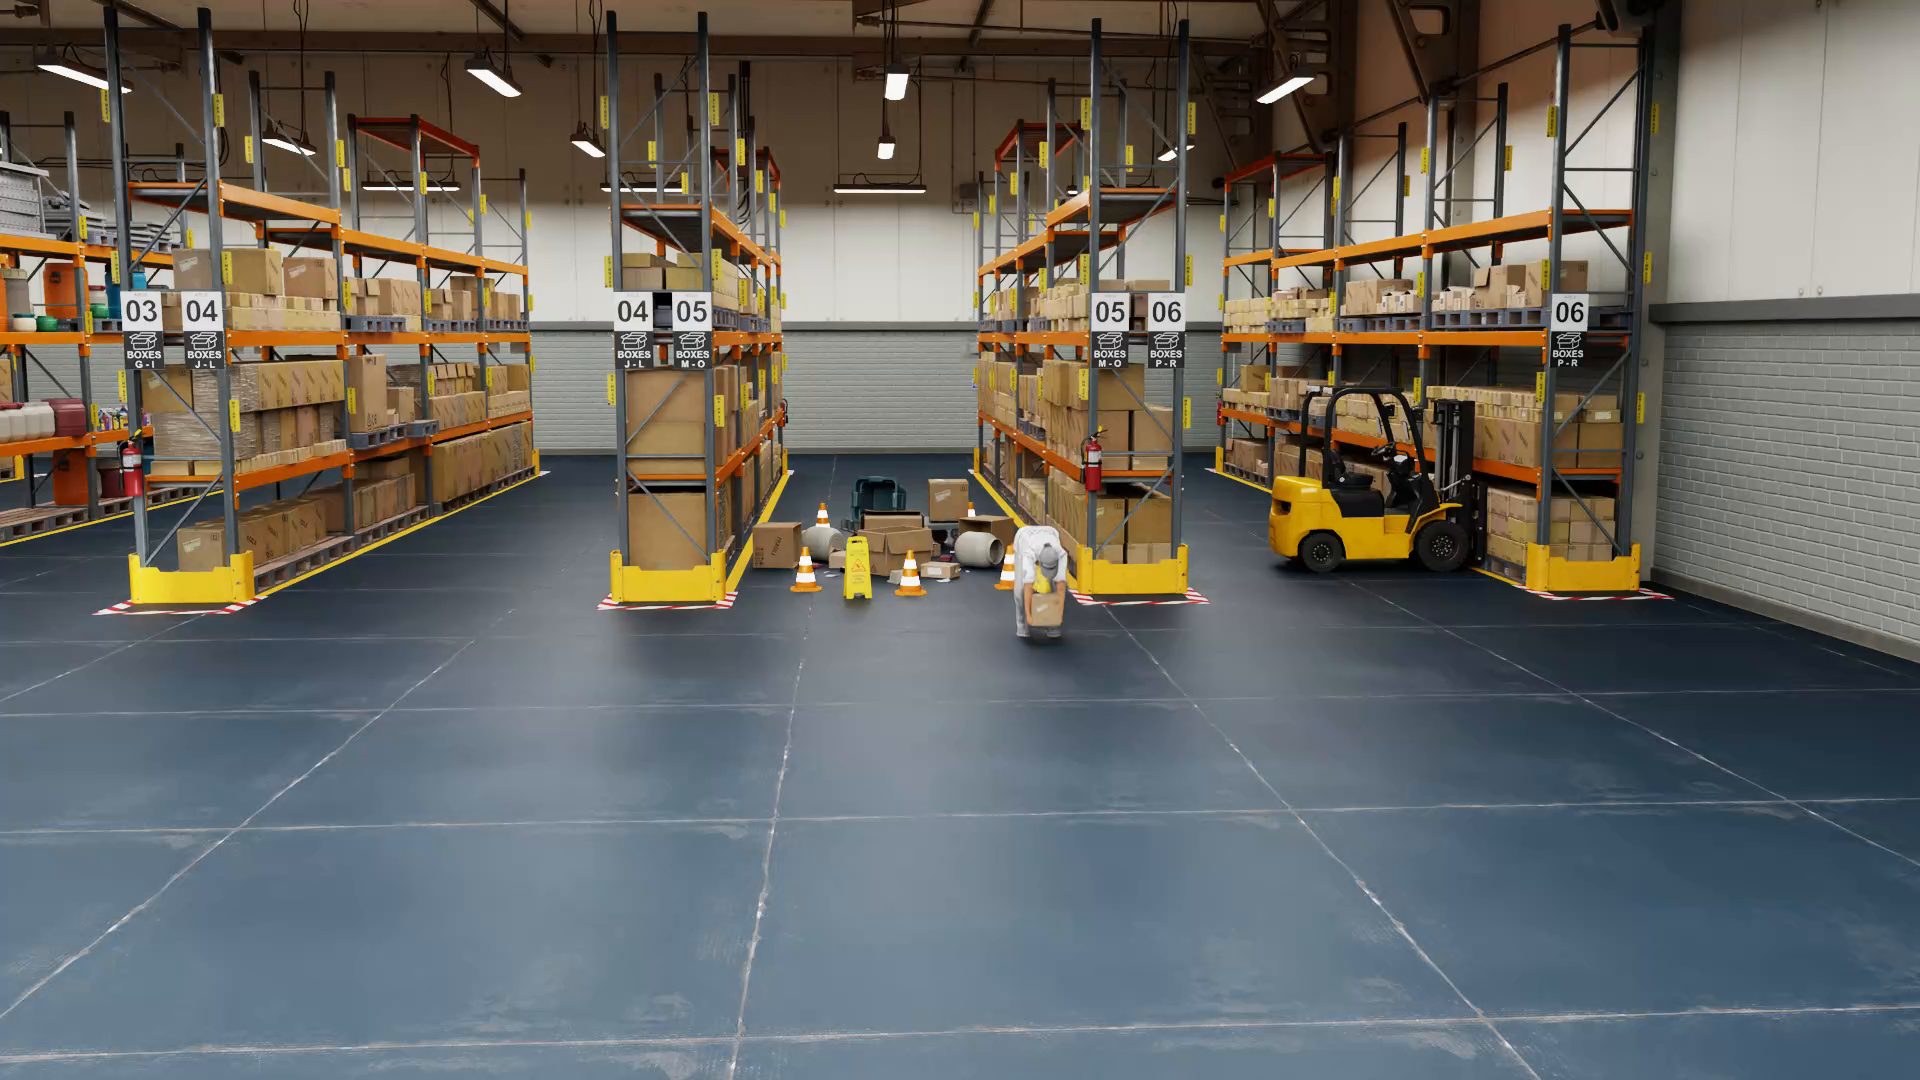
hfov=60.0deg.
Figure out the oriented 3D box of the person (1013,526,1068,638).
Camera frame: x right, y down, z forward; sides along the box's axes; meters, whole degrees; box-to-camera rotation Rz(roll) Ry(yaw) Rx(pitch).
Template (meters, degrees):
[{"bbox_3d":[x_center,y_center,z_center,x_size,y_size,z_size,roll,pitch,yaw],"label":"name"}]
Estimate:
[{"bbox_3d":[0.740,0.400,15.169,0.484,1.014,0.949,-1,7,-6],"label":"person"}]
